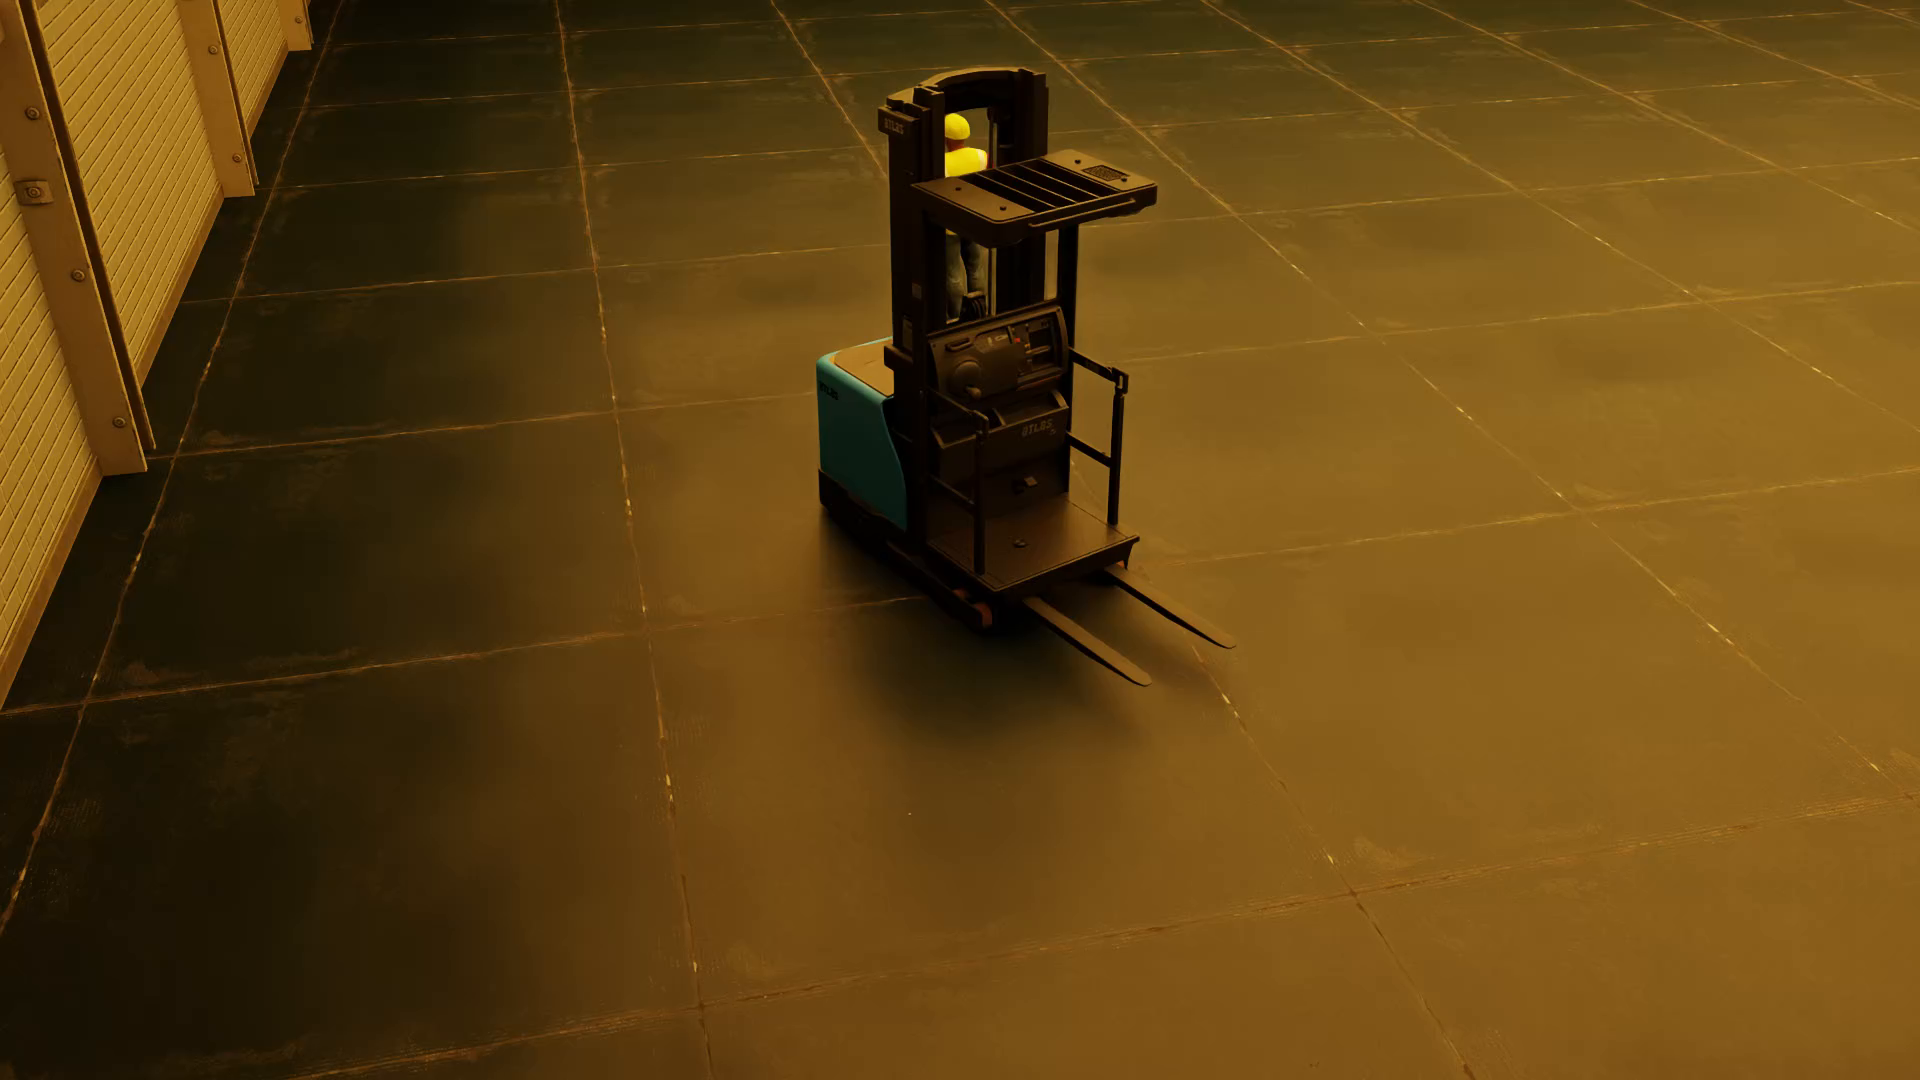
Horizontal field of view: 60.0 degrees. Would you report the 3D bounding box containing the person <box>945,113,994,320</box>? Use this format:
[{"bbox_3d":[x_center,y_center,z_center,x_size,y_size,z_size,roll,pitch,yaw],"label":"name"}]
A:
[{"bbox_3d":[-0.045,-2.500,13.043,0.665,1.769,0.574,-12,32,-19],"label":"person"}]

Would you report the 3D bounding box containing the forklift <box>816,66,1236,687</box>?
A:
[{"bbox_3d":[0.355,-1.021,9.338,1.130,2.935,3.031,-20,35,-30],"label":"forklift"}]
